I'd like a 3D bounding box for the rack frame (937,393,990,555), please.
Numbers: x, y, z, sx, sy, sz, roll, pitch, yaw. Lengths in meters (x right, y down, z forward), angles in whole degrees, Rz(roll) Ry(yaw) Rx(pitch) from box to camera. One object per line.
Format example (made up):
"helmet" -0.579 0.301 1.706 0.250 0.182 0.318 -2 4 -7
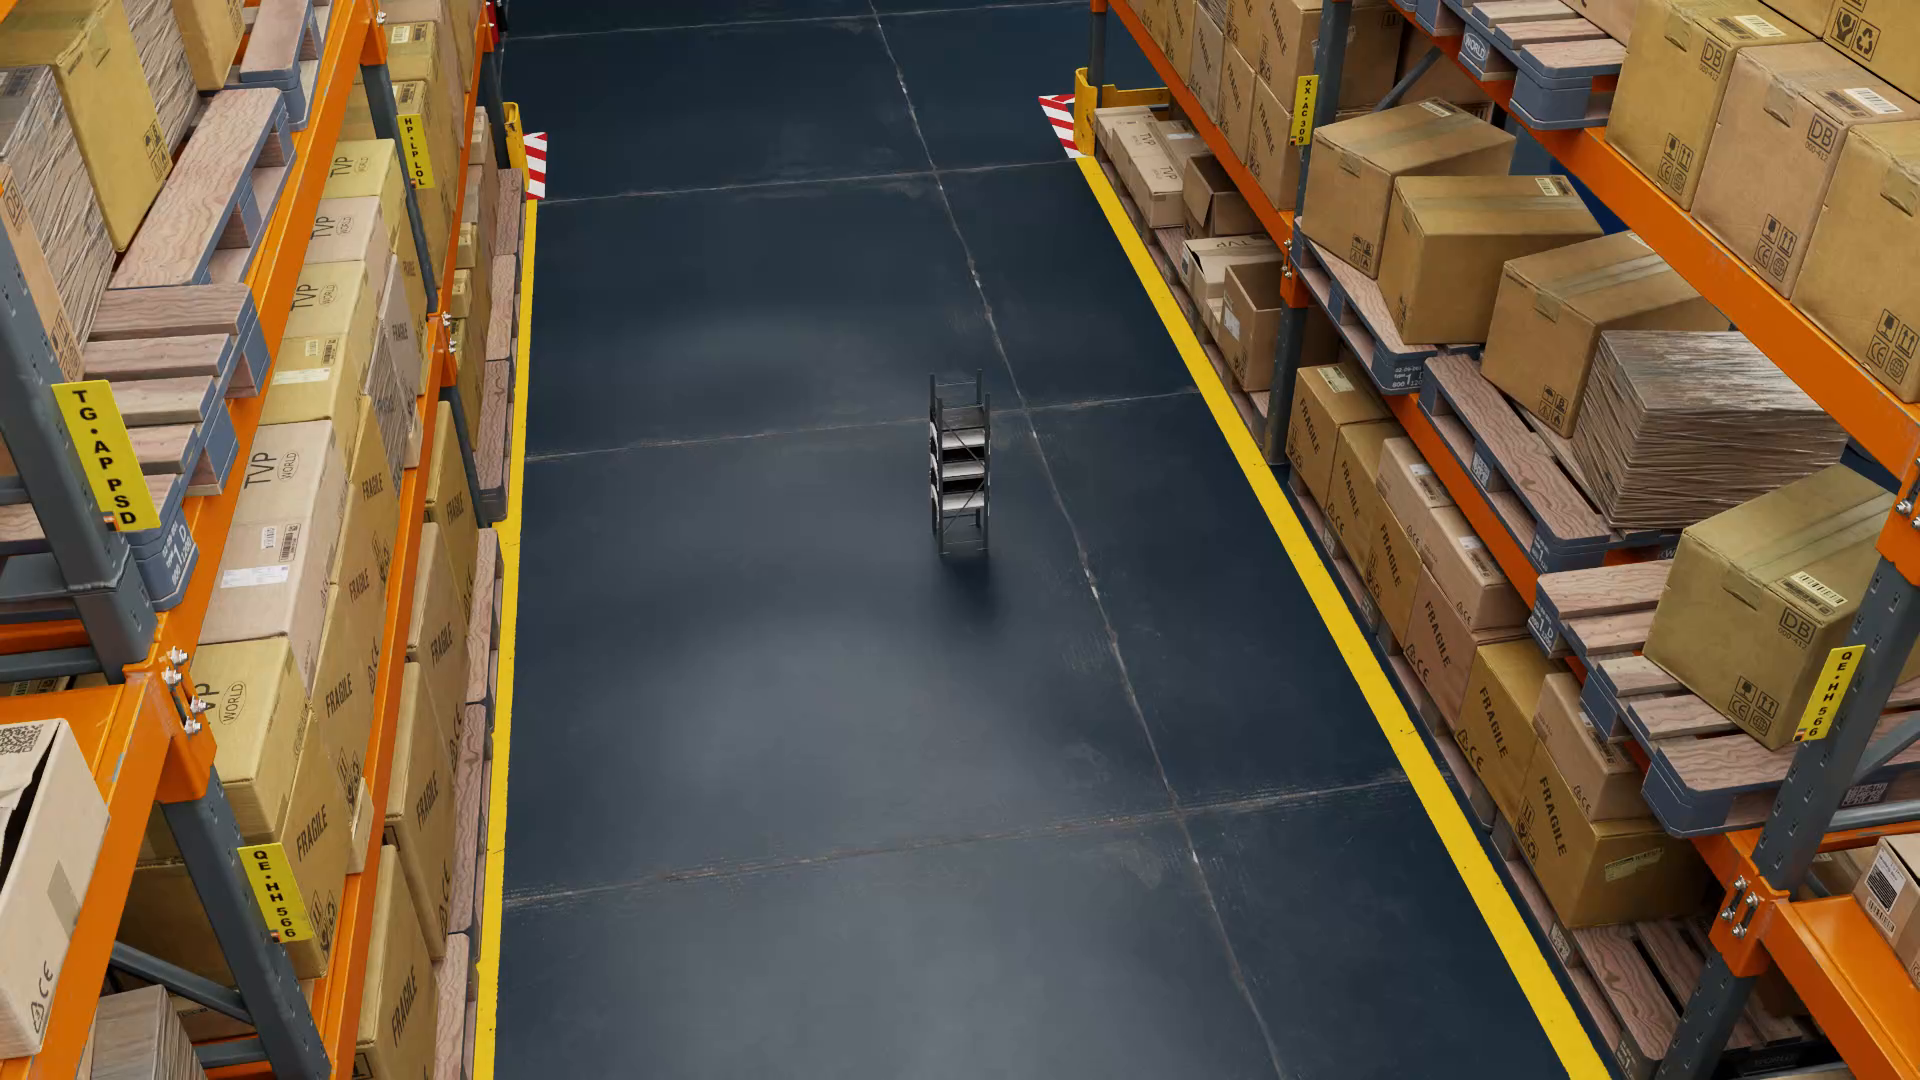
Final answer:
"rack frame" 0.016 -0.299 7.801 0.240 0.900 0.006 -6 38 -8

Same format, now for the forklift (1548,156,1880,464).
"forklift" 4.506 -2.315 8.740 1.130 2.935 3.031 -9 39 -11

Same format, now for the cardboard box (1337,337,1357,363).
"cardboard box" 2.224 -1.043 8.880 0.500 0.311 0.500 -6 38 -8

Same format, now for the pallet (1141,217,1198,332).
"pallet" 1.748 -1.706 10.174 1.003 0.211 1.213 -6 38 -8

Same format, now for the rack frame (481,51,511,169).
"rack frame" -3.493 -3.535 10.255 1.000 3.000 0.127 -6 38 -8

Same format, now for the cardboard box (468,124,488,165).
"cardboard box" -3.024 -2.345 9.890 0.380 0.149 0.250 -5 38 -7

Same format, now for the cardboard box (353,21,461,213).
"cardboard box" -2.993 -2.008 8.045 0.980 0.700 0.700 -7 38 -9

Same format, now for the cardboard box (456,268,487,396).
"cardboard box" -2.906 -1.064 8.770 0.700 0.500 0.500 -7 38 -8

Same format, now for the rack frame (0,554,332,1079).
"rack frame" -2.090 1.297 4.035 1.000 3.000 0.127 -6 38 -8

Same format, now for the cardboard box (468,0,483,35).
"cardboard box" -3.393 -3.346 9.768 0.980 0.700 0.700 -5 38 -6

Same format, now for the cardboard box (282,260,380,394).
"cardboard box" -2.288 -0.707 5.664 0.500 0.250 0.500 -6 38 -7

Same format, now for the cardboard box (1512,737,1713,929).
"cardboard box" 2.391 1.036 6.050 0.500 0.500 0.500 -5 38 -6

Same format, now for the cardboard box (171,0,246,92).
"cardboard box" -2.584 -1.644 4.936 0.700 0.500 0.500 -7 38 -9

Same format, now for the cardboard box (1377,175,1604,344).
"cardboard box" 2.131 -1.140 6.749 0.700 0.500 0.500 -1 38 -1

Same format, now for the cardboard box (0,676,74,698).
"cardboard box" -2.425 0.590 3.994 0.500 0.250 0.500 -5 38 -7

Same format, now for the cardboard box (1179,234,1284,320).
"cardboard box" 1.574 -1.532 9.510 0.500 0.311 0.500 -6 38 -8

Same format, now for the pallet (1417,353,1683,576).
"pallet" 2.441 -0.336 6.294 1.003 0.211 1.213 -6 38 -8

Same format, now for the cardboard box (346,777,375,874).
"cardboard box" -1.919 0.842 4.810 0.380 0.149 0.250 -5 38 -7

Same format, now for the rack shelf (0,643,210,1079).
"rack shelf" -1.739 1.605 1.781 1.077 0.370 4.000 -6 38 -8

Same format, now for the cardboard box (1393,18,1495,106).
"cardboard box" 2.279 -2.403 7.902 0.500 0.500 0.500 -5 38 -7

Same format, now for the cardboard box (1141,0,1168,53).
"cardboard box" 1.383 -3.198 9.740 0.500 0.500 0.500 -6 38 -8

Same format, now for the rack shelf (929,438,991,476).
"rack shelf" -0.001 -0.405 7.845 0.258 0.077 0.200 -6 38 -8

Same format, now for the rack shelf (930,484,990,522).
"rack shelf" -0.001 -0.192 8.011 0.258 0.077 0.200 -6 38 -8

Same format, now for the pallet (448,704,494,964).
"pallet" -2.365 1.179 6.460 1.003 0.211 1.213 -6 38 -8

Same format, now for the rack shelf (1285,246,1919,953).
"rack shelf" 2.436 -0.162 6.499 1.077 0.370 4.000 -6 38 -8

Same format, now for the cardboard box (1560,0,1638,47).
"cardboard box" 2.337 -1.966 5.285 0.600 0.600 0.600 -8 38 -10

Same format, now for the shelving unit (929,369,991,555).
"shelving unit" -0.001 -0.360 7.880 0.258 0.900 0.210 -6 38 -8

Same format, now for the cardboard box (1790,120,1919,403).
"cardboard box" 2.677 -0.722 4.107 0.910 0.500 0.500 -6 38 -8

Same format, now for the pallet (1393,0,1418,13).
"pallet" 2.130 -2.363 6.454 1.213 0.211 1.003 -6 38 -8

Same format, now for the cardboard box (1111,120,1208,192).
"cardboard box" 1.287 -2.497 10.801 0.500 0.250 0.500 -6 38 -8

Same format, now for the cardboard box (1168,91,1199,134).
"cardboard box" 1.722 -2.954 11.187 0.500 0.500 0.500 -6 38 -8

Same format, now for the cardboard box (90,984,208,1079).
"cardboard box" -1.998 1.367 3.505 0.700 0.500 0.500 -11 39 -13

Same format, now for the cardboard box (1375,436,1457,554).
"cardboard box" 2.105 -0.214 7.048 0.500 0.250 0.500 -6 38 -8

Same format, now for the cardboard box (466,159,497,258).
"cardboard box" -3.184 -1.999 9.973 0.700 0.500 0.500 -6 38 -8

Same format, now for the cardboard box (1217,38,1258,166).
"cardboard box" 1.653 -2.279 8.557 0.500 0.500 0.500 -5 38 -7

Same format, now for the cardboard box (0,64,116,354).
"cardboard box" -2.376 -0.702 3.723 0.700 0.500 0.500 -8 39 -10

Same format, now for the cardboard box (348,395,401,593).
"cardboard box" -2.191 -0.119 5.518 0.500 0.500 0.500 -5 38 -7

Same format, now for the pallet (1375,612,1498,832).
"pallet" 2.482 0.673 7.112 1.003 0.211 1.213 -6 38 -8

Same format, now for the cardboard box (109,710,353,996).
"cardboard box" -1.923 0.812 4.320 0.500 0.500 0.500 -5 38 -7

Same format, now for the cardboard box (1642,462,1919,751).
"cardboard box" 2.565 0.189 5.038 0.700 0.500 0.500 -19 42 -23

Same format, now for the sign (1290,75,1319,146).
"sign" 1.552 -1.933 7.487 0.100 0.325 0.005 -6 38 -8

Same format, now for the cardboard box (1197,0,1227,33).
"cardboard box" 1.561 -2.979 8.643 0.500 0.500 0.500 -6 38 -8

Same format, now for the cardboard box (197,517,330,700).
"cardboard box" -2.011 0.210 4.483 0.500 0.250 0.500 -7 38 -9

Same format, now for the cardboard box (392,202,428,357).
"cardboard box" -2.462 -1.032 6.693 0.500 0.500 0.500 -7 38 -9

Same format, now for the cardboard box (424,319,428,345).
"cardboard box" -2.453 -0.854 6.992 0.380 0.149 0.250 -6 38 -8

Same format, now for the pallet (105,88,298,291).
"pallet" -2.454 -0.871 4.535 1.003 0.211 1.213 -5 38 -6

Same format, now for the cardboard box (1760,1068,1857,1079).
"cardboard box" 2.589 1.809 4.819 0.500 0.311 0.500 -5 38 -6

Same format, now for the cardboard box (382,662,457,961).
"cardboard box" -2.237 0.992 5.838 0.750 0.750 0.750 -6 38 -8

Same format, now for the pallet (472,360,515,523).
"pallet" -2.848 -0.485 8.602 1.003 0.211 1.213 -6 38 -8

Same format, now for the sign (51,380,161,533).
"sign" -1.555 -0.149 3.030 0.100 0.325 0.005 -6 38 -8

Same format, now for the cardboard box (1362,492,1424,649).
"cardboard box" 2.115 0.102 7.253 0.500 0.500 0.500 -6 38 -7

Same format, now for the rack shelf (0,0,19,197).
"rack shelf" -2.441 -1.838 4.093 1.077 0.370 4.000 -6 38 -8

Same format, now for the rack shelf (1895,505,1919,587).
"rack shelf" 3.137 1.070 2.469 1.077 0.370 4.000 -6 38 -8
